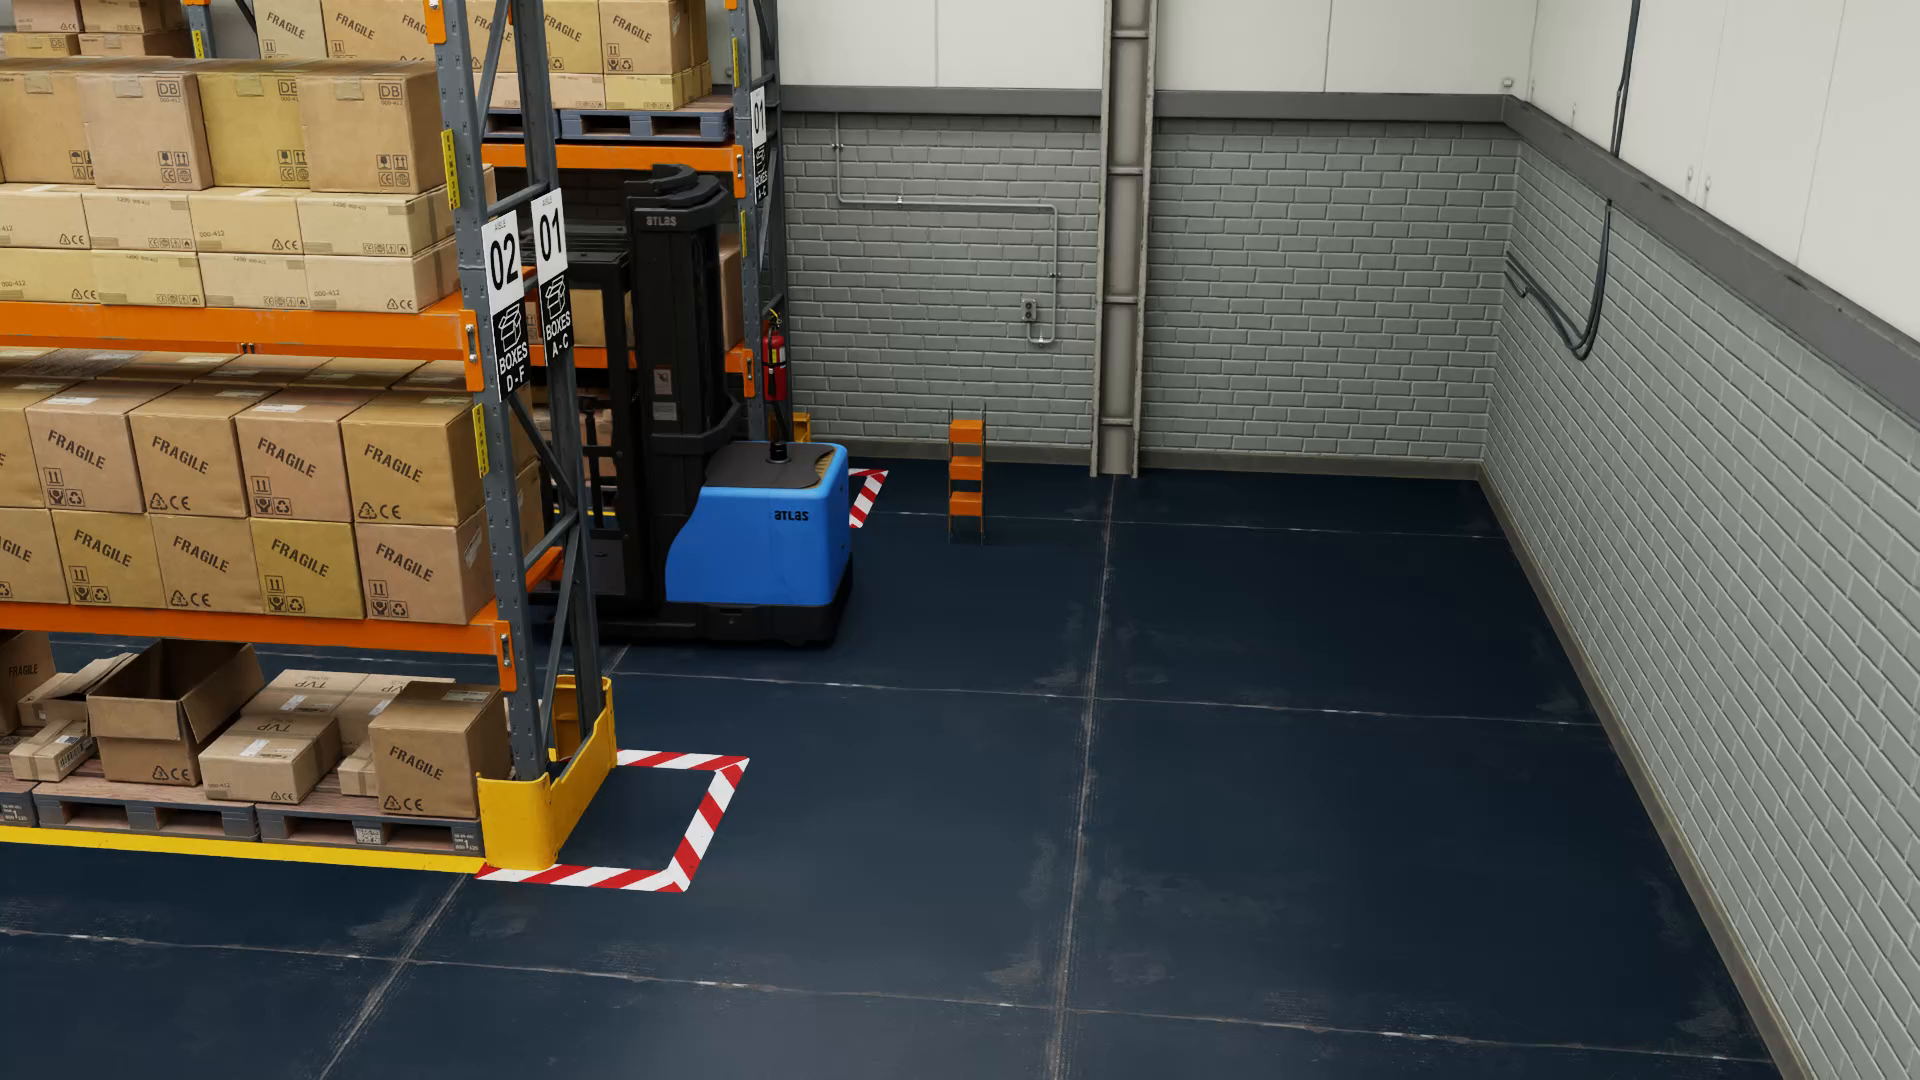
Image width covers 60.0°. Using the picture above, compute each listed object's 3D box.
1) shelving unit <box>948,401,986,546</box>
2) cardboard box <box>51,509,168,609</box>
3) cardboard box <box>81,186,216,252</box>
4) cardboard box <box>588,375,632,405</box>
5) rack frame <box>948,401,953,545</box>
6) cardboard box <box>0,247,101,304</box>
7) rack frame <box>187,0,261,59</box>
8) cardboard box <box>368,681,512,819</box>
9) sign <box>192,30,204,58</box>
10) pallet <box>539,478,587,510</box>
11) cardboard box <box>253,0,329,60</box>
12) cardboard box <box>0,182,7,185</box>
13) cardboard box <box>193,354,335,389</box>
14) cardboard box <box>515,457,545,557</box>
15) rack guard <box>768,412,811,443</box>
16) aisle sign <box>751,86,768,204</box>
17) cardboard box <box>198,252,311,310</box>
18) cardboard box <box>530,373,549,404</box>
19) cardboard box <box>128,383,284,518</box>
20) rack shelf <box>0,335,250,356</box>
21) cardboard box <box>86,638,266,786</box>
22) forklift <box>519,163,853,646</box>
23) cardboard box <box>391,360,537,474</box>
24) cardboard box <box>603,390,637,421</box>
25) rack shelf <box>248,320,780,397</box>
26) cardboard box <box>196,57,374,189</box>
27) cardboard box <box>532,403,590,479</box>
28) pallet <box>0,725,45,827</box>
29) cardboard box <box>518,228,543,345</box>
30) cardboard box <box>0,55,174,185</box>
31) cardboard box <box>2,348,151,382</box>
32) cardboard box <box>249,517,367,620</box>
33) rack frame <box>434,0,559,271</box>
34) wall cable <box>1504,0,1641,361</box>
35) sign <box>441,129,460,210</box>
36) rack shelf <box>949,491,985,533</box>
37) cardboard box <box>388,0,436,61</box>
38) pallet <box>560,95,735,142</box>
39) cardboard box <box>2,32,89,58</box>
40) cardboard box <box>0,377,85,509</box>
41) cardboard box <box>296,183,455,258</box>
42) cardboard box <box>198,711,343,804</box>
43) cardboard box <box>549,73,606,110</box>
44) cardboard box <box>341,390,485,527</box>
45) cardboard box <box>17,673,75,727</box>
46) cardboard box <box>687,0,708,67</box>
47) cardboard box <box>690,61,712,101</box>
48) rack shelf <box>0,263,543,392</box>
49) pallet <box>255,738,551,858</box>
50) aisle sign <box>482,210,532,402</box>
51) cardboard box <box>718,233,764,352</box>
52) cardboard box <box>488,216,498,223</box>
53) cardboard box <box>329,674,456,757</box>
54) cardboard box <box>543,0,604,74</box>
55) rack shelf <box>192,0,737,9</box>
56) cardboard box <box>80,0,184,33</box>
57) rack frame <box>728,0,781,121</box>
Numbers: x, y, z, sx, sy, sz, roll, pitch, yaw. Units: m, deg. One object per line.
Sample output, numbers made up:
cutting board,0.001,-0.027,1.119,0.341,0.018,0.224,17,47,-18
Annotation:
shelving unit,0.053,-0.486,12.241,0.252,1.050,0.215,2,22,6
cardboard box,-4.057,0.004,8.213,0.500,0.500,0.500,2,22,6
cardboard box,-3.603,-1.494,7.583,0.500,0.250,0.500,2,22,6
cardboard box,-2.801,-1.200,13.341,0.250,0.149,0.380,3,22,7
rack frame,-0.068,-0.491,12.254,0.008,1.050,0.200,2,22,6
cardboard box,-4.099,-1.284,7.731,0.500,0.250,0.500,2,22,6
rack frame,-5.463,-4.734,12.175,0.127,3.000,1.000,2,22,6
cardboard box,-2.639,1.062,8.476,0.500,0.500,0.500,2,22,6
sign,-5.517,-3.528,12.071,0.005,0.325,0.100,2,22,6
pallet,-3.502,-0.534,13.504,1.213,0.211,1.003,2,22,6
cardboard box,-4.788,-3.727,12.184,0.500,0.500,0.500,2,22,6
cardboard box,-4.596,-1.535,7.686,0.500,0.250,0.500,2,22,6
cardboard box,-3.496,-0.633,8.464,0.500,0.500,0.500,3,22,7
cardboard box,-2.479,-0.124,8.539,0.500,0.500,0.500,3,22,7
rack guard,-1.467,-0.608,13.297,0.348,0.500,1.175,2,22,6
aisle sign,-1.454,-2.868,12.077,0.004,0.787,0.394,2,22,6
cardboard box,-3.106,-1.239,7.619,0.500,0.250,0.500,2,22,6
cardboard box,-3.309,-1.221,13.396,0.250,0.149,0.380,3,22,7
cardboard box,-3.561,-0.435,7.965,0.500,0.500,0.500,3,22,8
rack shelf,-7.449,-1.696,13.629,4.000,0.370,1.077,2,22,6
cardboard box,-4.176,0.900,8.880,0.637,0.503,0.797,2,22,6
forklift,-2.282,-0.885,10.691,3.031,2.935,1.130,2,22,4
cardboard box,-2.479,-0.589,8.355,0.500,0.500,0.500,3,22,8
cardboard box,-2.600,-1.049,12.961,0.250,0.149,0.380,3,22,8
rack shelf,-3.477,-1.523,13.191,4.000,0.370,1.077,2,22,6
cardboard box,-3.068,-1.938,7.685,0.500,0.500,0.700,2,22,6
cardboard box,-3.194,-0.841,13.316,0.500,0.500,0.700,2,22,5
pallet,-5.360,1.191,9.140,1.213,0.211,1.003,2,22,6
cardboard box,-3.478,-1.993,12.993,0.700,0.700,0.980,1,22,4
cardboard box,-4.063,-1.976,7.782,0.500,0.500,0.700,2,22,6
cardboard box,-4.500,-0.677,8.575,0.500,0.500,0.500,3,22,7
cardboard box,-3.062,0.050,8.098,0.500,0.500,0.500,3,22,7
rack frame,-2.070,-2.752,7.162,0.127,3.000,1.000,2,22,6
wall cable,4.084,-2.742,11.359,0.112,2.526,3.097,2,22,6
sign,-2.155,-1.567,7.040,0.005,0.325,0.100,2,22,6
rack shelf,0.053,-0.218,12.347,0.240,0.259,0.215,2,22,6
cardboard box,-3.785,-3.687,12.084,0.500,0.500,0.500,3,22,7
pallet,-2.228,-3.153,12.377,1.213,0.211,1.003,2,22,6
cardboard box,-6.884,-3.669,12.826,0.500,0.500,0.700,2,22,5
cardboard box,-4.584,-0.479,8.076,0.500,0.500,0.500,2,22,5
cardboard box,-2.610,-1.449,7.470,0.500,0.250,0.500,2,22,6
cardboard box,-3.579,1.126,8.653,0.500,0.250,0.500,2,22,6
cardboard box,-2.766,-3.295,12.112,0.500,0.250,0.500,2,22,4
cardboard box,-2.544,-0.393,7.858,0.500,0.500,0.500,2,22,6
cardboard box,-5.063,0.901,9.360,0.250,0.149,0.380,2,22,6
cardboard box,-2.187,-3.807,12.386,0.500,0.500,0.500,2,22,4
cardboard box,-2.186,-3.459,12.527,0.500,0.250,0.500,4,22,9
rack shelf,-4.056,-1.109,8.065,4.000,0.370,1.077,2,22,6
pallet,-2.937,1.297,8.873,1.213,0.211,1.003,2,22,6
aisle sign,-2.038,-1.057,7.497,0.004,0.787,0.394,2,22,6
cardboard box,-1.998,-1.929,12.832,0.700,0.700,0.980,3,22,9
cardboard box,-2.550,-1.403,8.032,0.500,0.250,0.500,2,22,6
cardboard box,-3.073,0.963,9.066,0.500,0.250,0.500,2,22,6
cardboard box,-2.745,-3.645,11.976,0.500,0.500,0.500,3,22,8
rack shelf,-3.477,-4.127,12.162,4.000,0.370,1.077,2,22,6
cardboard box,-6.321,-4.025,12.707,0.500,0.250,0.500,4,22,10
rack frame,-1.490,-4.561,11.737,0.127,3.000,1.000,2,22,6
